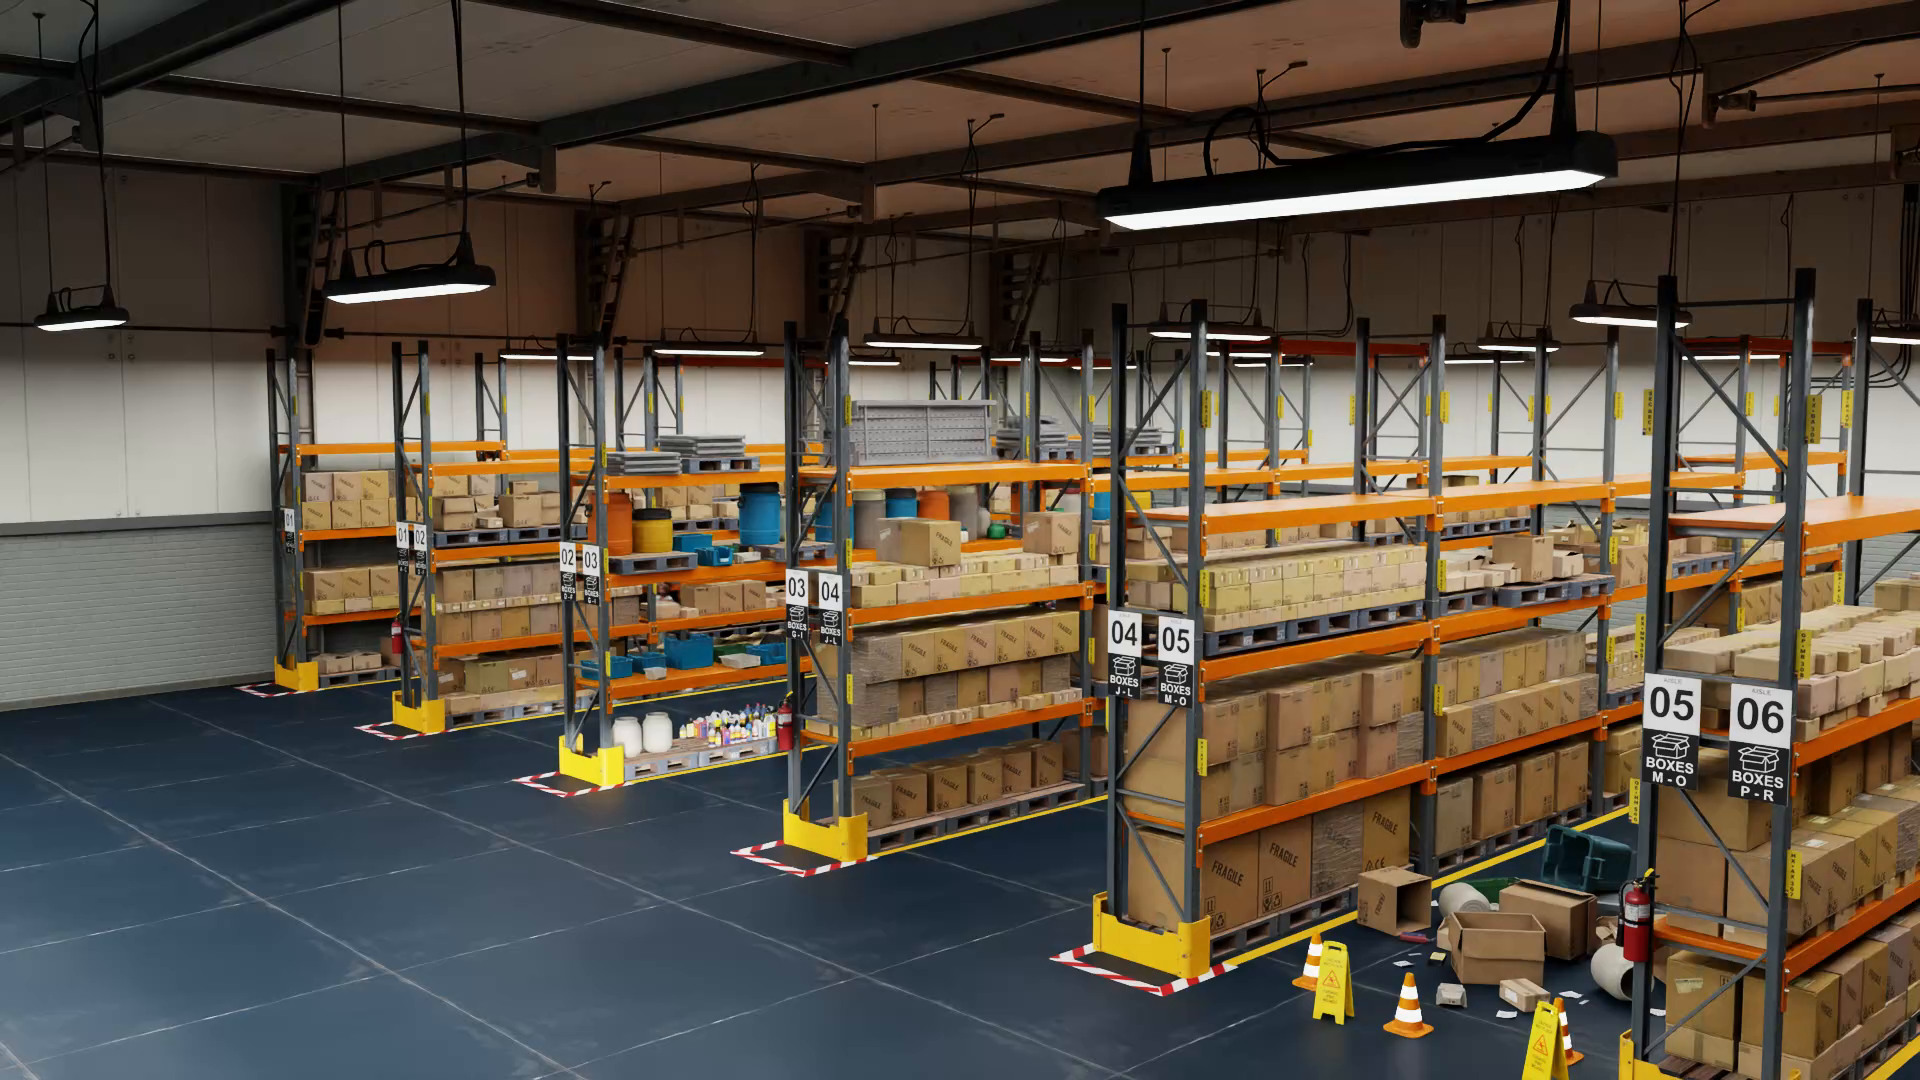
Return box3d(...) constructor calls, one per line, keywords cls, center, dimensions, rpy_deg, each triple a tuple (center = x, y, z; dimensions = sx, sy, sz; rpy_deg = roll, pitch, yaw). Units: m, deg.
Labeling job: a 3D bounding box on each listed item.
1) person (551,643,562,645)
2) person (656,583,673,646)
box3d(cls="person", center=(-7.185, 1.792, 29.341), dimensions=(0.456, 1.623, 0.964), rpy_deg=(3, 6, 34))
box3d(cls="person", center=(-5.717, 1.604, 32.076), dimensions=(0.430, 1.562, 0.927), rpy_deg=(2, 5, 25))
